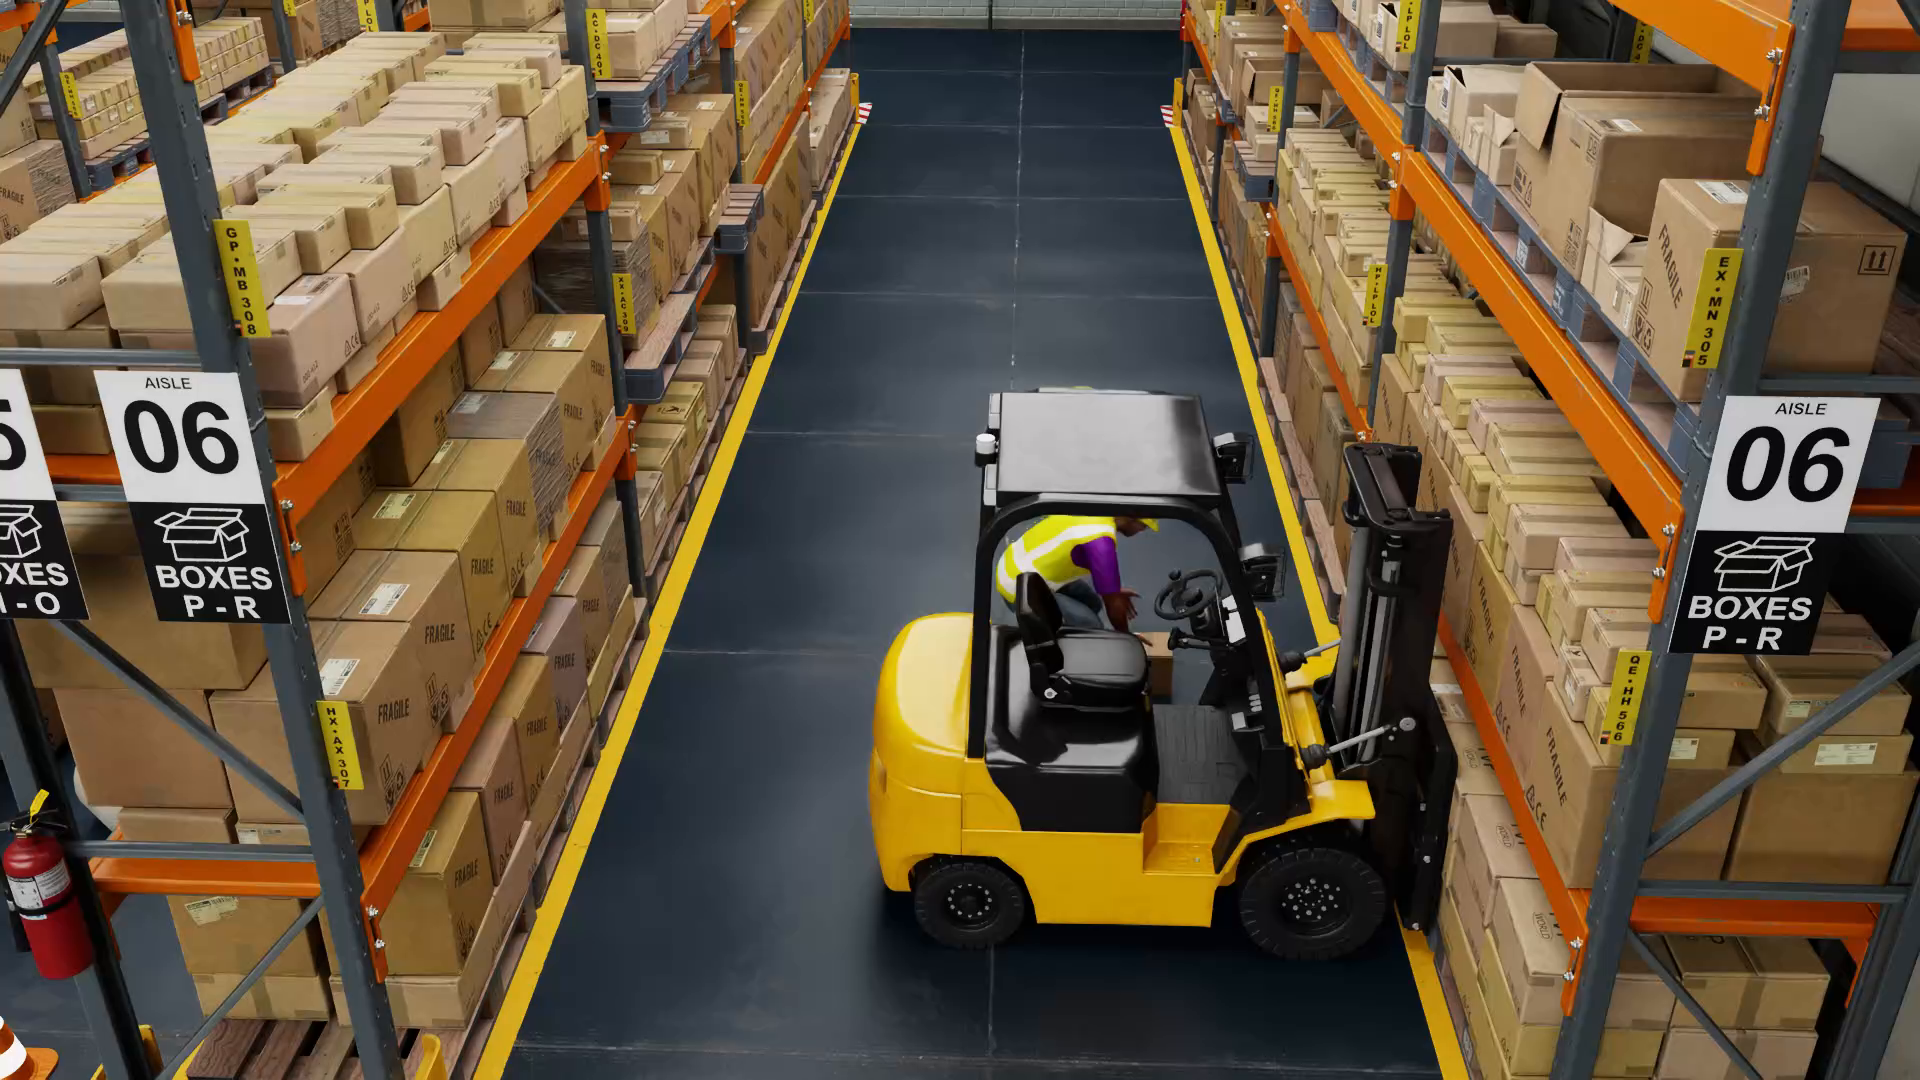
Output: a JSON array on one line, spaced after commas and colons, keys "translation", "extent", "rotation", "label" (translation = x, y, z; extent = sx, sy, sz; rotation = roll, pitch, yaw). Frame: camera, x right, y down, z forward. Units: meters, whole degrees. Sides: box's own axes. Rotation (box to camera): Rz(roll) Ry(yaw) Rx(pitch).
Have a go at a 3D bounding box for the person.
[{"translation": [0.616, 0.237, 8.791], "extent": [0.856, 1.167, 0.615], "rotation": [1, 28, 2], "label": "person"}]
